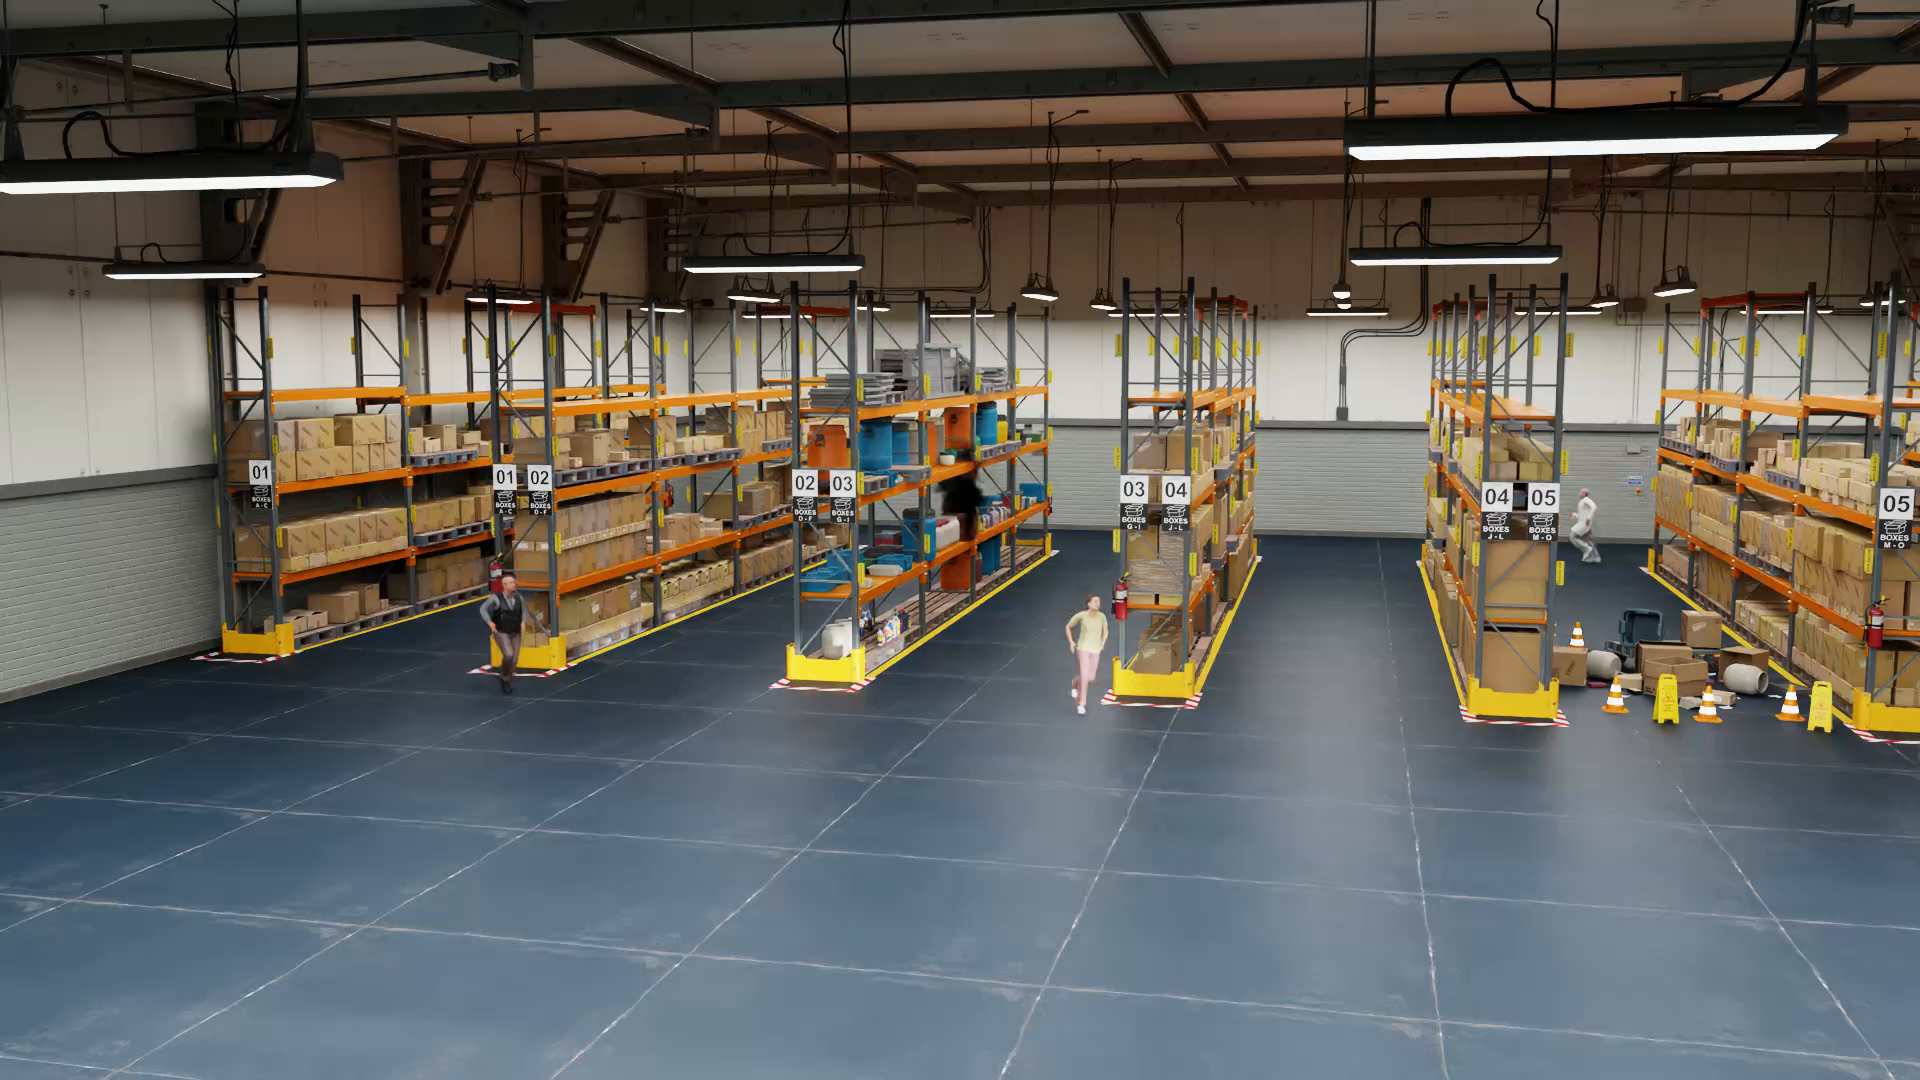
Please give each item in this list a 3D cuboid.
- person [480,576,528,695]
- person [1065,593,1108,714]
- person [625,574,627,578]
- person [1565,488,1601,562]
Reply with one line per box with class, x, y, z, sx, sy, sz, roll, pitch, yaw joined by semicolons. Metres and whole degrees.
person;-6.579;1.383;24.234;0.671;1.710;0.654;-6;9;-42
person;1.782;1.552;23.207;0.619;1.642;0.736;-2;7;-17
person;-6.911;0.253;33.843;0.674;1.827;0.773;1;7;12
person;14.597;-0.343;38.934;0.846;1.732;0.717;3;7;23
